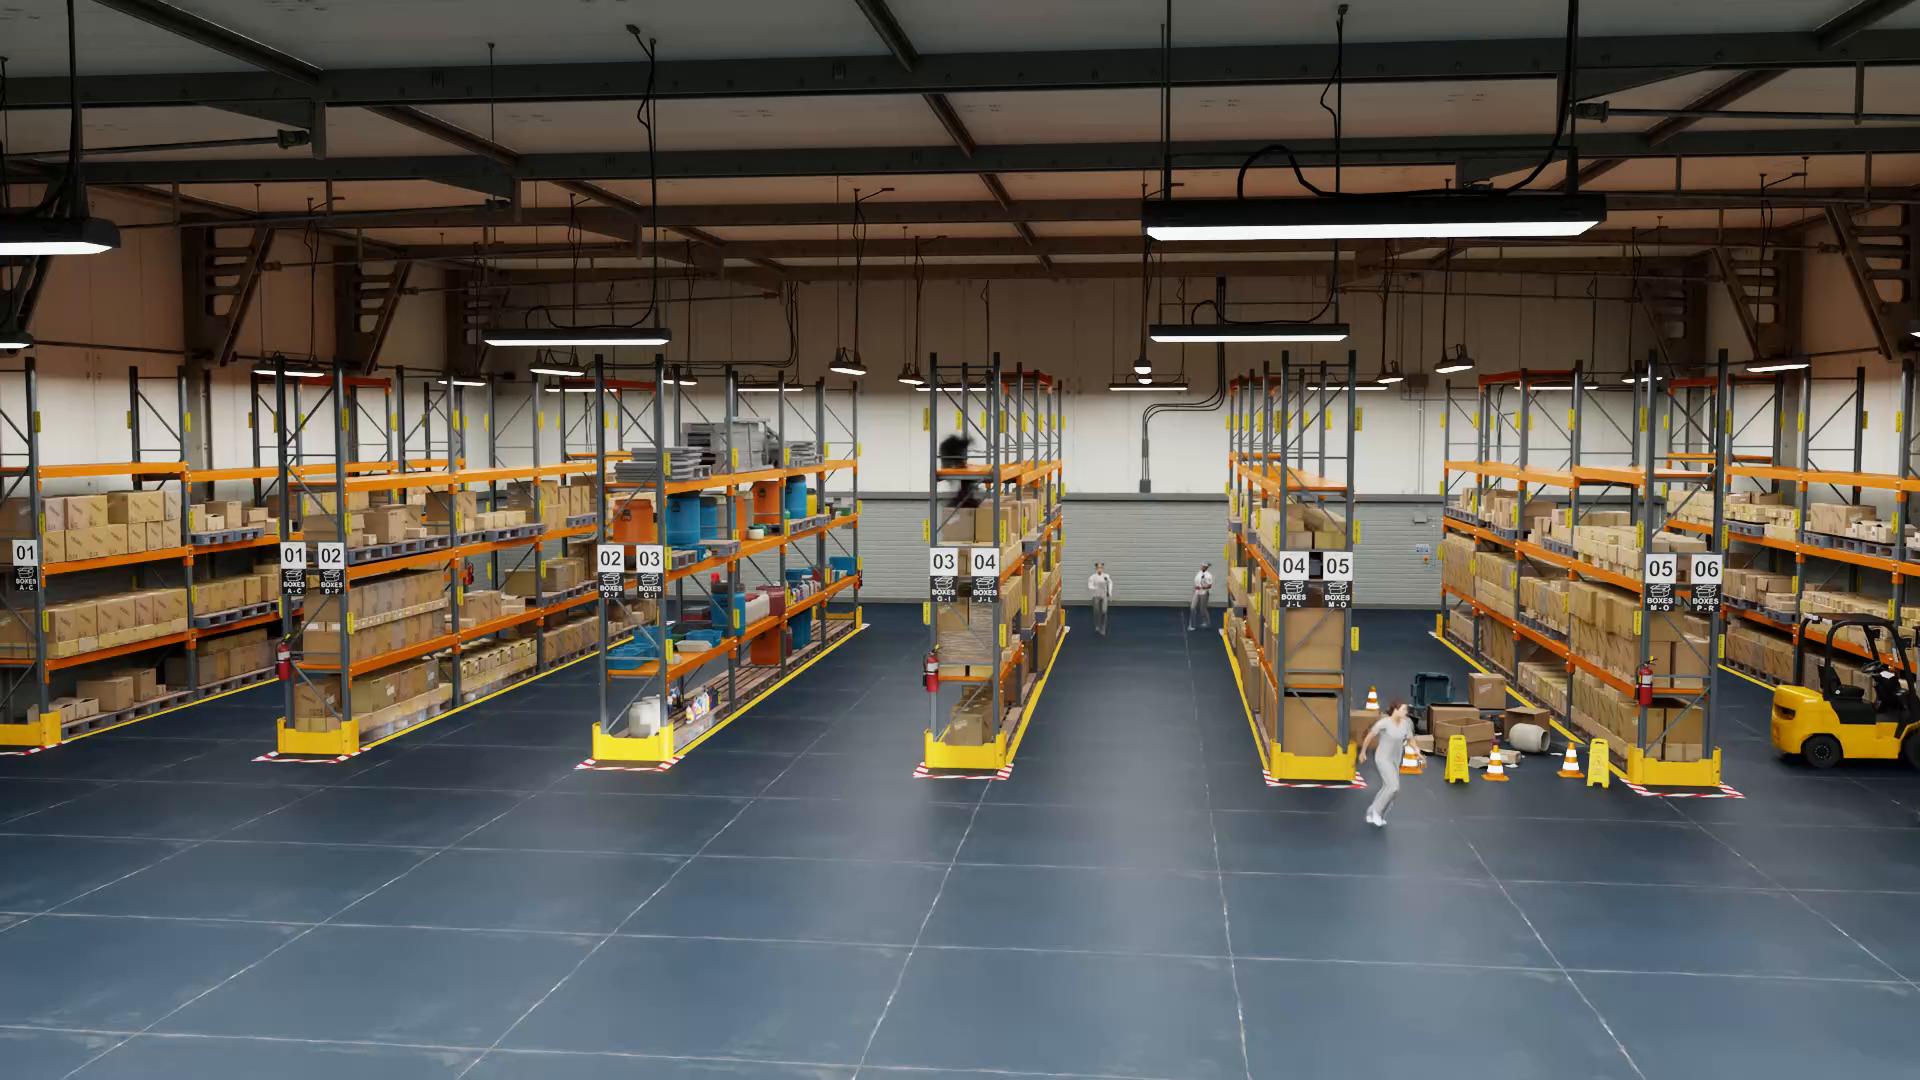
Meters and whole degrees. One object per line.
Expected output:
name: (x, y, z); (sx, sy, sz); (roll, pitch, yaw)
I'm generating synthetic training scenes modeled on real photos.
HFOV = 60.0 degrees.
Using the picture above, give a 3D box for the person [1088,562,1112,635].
person: (3.313, 1.384, 39.302); (0.578, 1.738, 0.812); (0, 4, 3)

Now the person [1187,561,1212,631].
person: (5.876, 1.345, 40.106); (0.572, 1.726, 0.761); (4, 6, 45)

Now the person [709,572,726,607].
person: (-5.461, 1.502, 38.396); (0.654, 1.577, 1.069); (2, 4, 21)

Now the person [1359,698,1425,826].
person: (5.325, 2.733, 20.440); (0.551, 1.614, 0.750); (-2, 5, -30)
